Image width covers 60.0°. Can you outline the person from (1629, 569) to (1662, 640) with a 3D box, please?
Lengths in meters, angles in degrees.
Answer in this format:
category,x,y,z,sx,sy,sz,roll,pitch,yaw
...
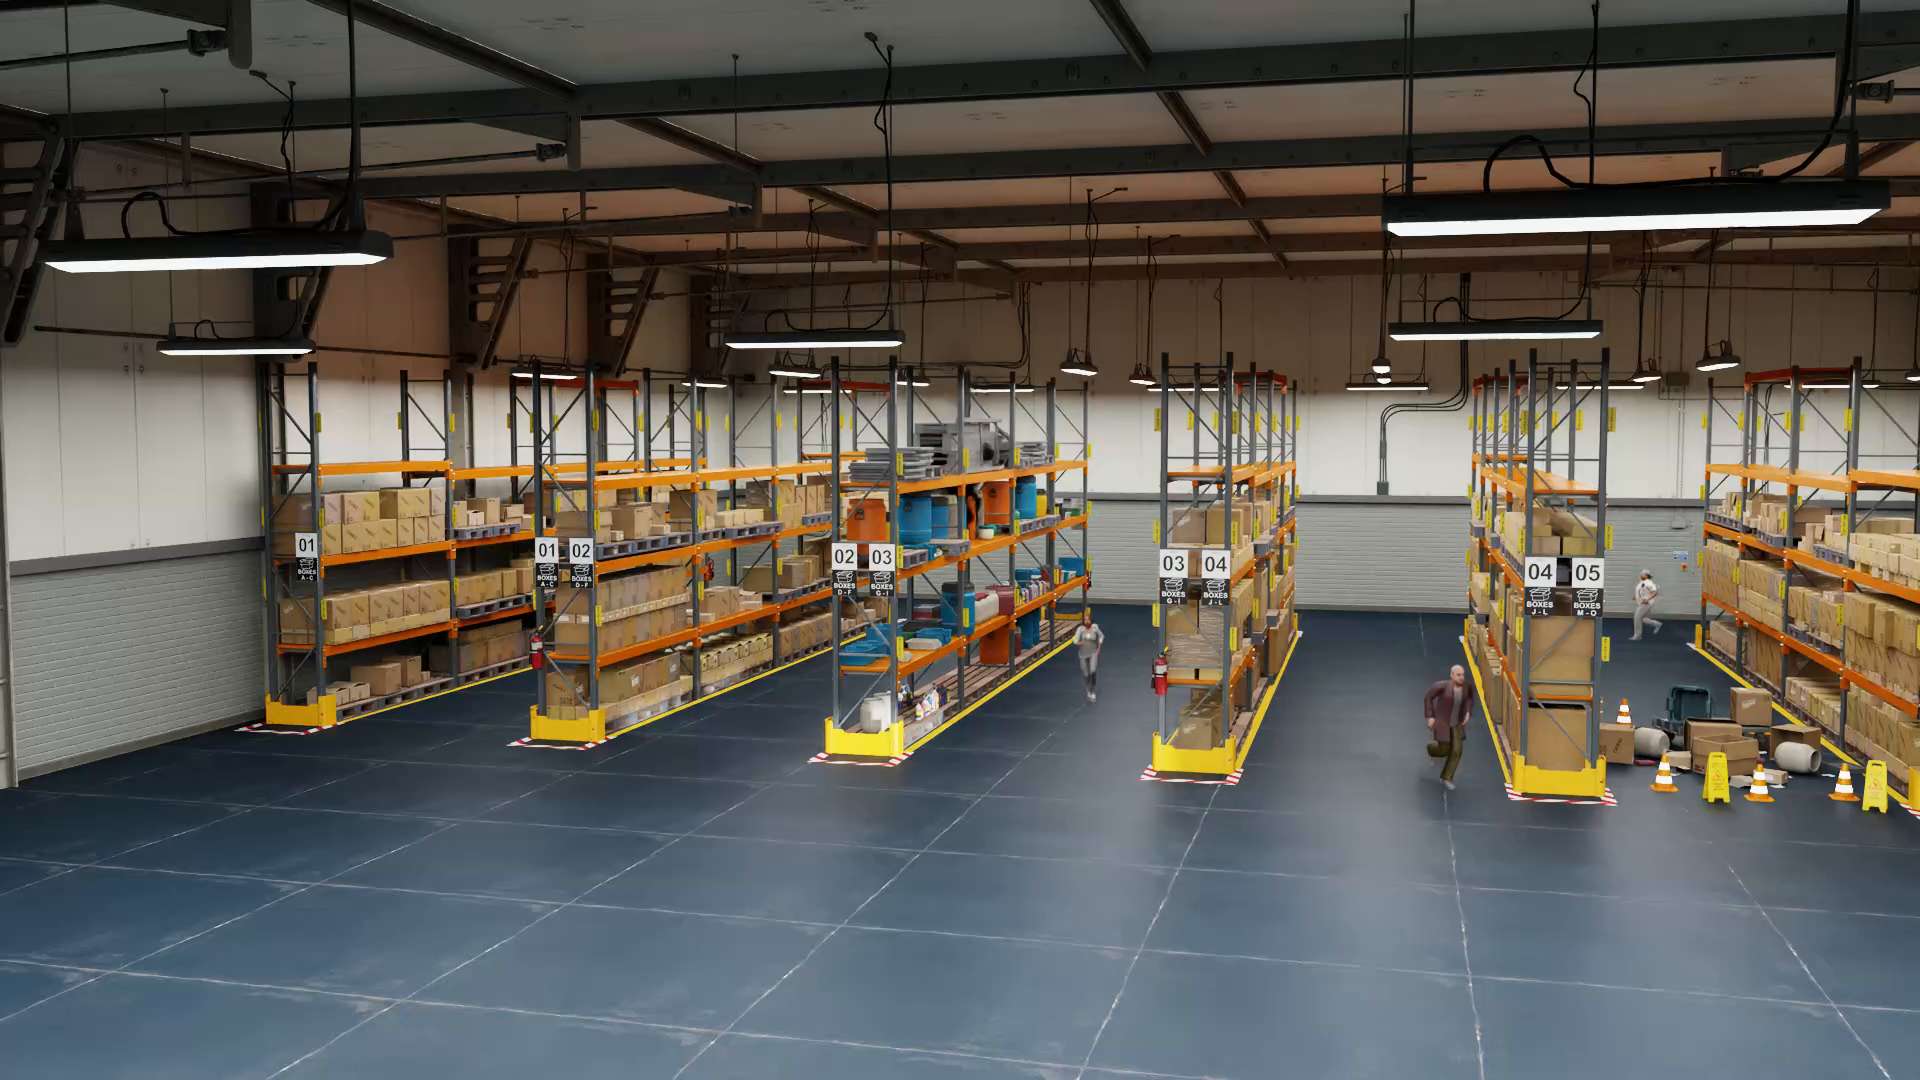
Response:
category,x,y,z,sx,sy,sz,roll,pitch,yaw
person,15.855,1.501,38.390,0.769,1.655,0.607,0,4,5

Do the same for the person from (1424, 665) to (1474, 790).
category,x,y,z,sx,sy,sz,roll,pitch,yaw
person,6.733,2.547,23.039,0.707,1.719,0.857,-1,4,-15

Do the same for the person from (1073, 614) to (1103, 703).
category,x,y,z,sx,sy,sz,roll,pitch,yaw
person,2.299,2.112,29.856,0.521,1.597,0.717,1,4,9
